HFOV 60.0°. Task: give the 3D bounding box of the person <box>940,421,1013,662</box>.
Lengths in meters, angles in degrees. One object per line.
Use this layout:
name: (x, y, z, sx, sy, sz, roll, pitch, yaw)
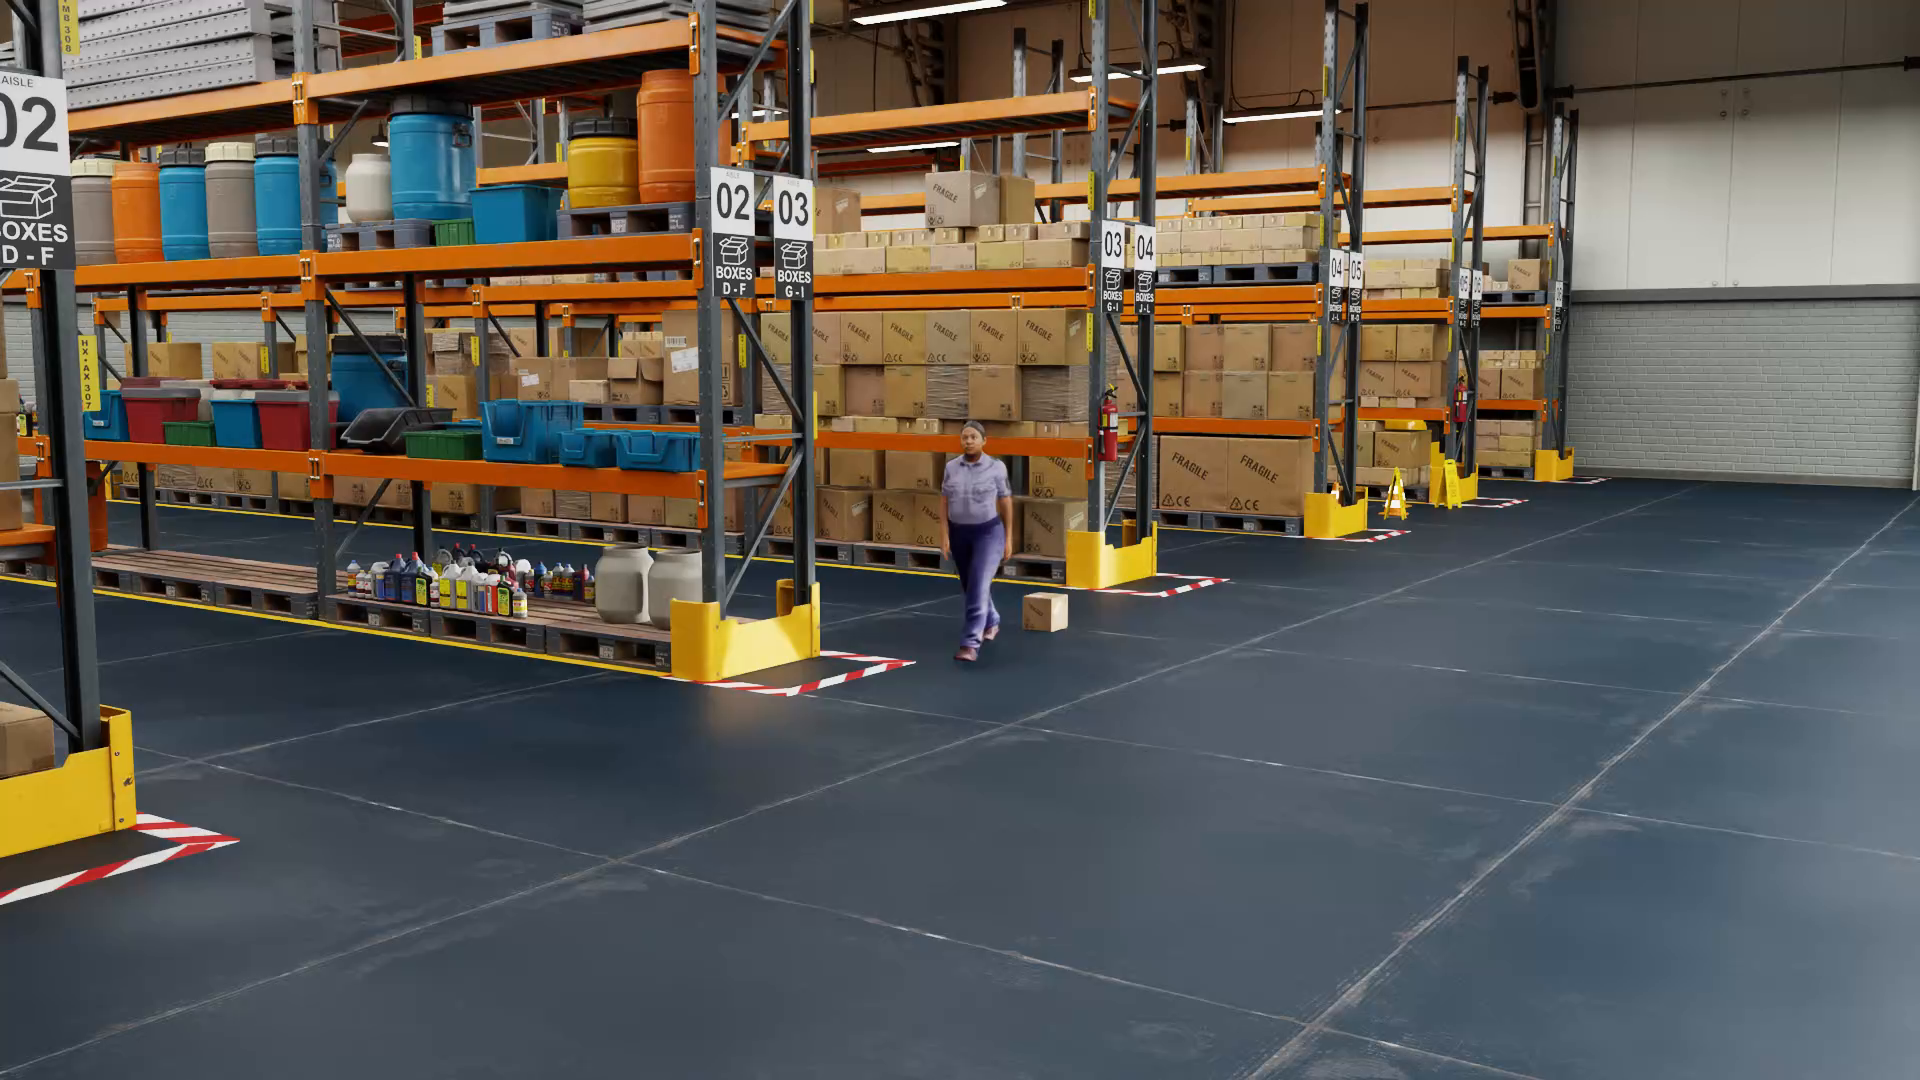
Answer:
person: (0.095, -0.007, 11.254, 0.474, 1.575, 1.048, 3, 7, 25)
